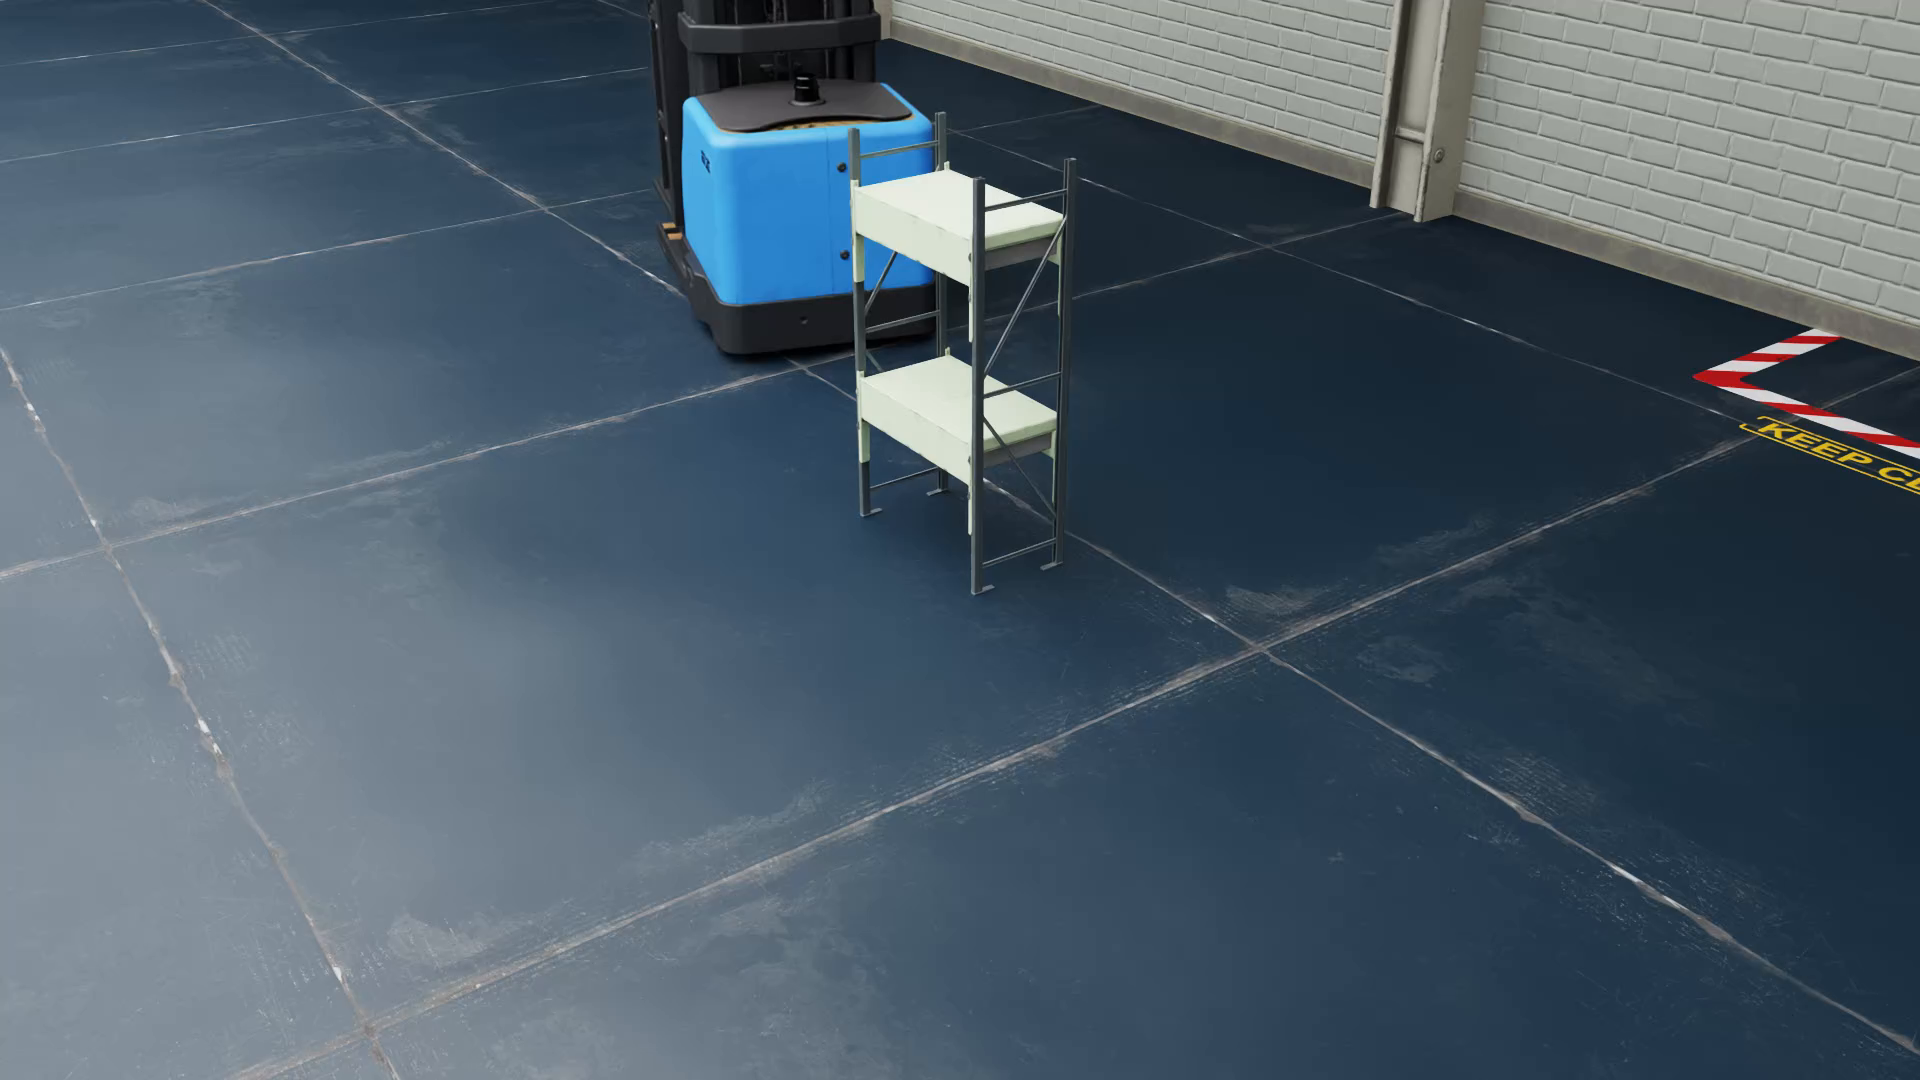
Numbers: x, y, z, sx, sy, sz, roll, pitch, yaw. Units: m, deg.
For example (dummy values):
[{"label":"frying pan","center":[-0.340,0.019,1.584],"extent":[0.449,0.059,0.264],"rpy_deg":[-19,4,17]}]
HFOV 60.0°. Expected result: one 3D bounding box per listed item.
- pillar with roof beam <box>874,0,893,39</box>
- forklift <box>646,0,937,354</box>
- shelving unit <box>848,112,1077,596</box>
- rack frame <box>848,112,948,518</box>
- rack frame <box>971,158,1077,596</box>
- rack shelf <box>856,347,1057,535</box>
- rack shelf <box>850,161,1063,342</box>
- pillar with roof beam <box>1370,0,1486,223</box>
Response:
[{"label":"pillar with roof beam","center":[-4.309,-7.053,9.808],"extent":[9.100,9.000,0.400],"rpy_deg":[-19,34,-31]},{"label":"forklift","center":[-1.037,-2.832,8.393],"extent":[1.130,2.935,3.031],"rpy_deg":[-9,30,-15]},{"label":"shelving unit","center":[-0.004,-0.662,5.897],"extent":[0.431,1.500,0.755],"rpy_deg":[-19,34,-31]},{"label":"rack frame","center":[-0.216,-0.804,6.159],"extent":[0.400,1.500,0.023],"rpy_deg":[-19,34,-31]},{"label":"rack frame","center":[0.208,-0.519,5.635],"extent":[0.400,1.500,0.023],"rpy_deg":[-19,34,-31]},{"label":"rack shelf","center":[-0.004,-0.375,6.052],"extent":[0.431,0.370,0.720],"rpy_deg":[-19,34,-31]},{"label":"rack shelf","center":[-0.004,-1.005,5.711],"extent":[0.431,0.370,0.720],"rpy_deg":[-19,34,-31]},{"label":"pillar with roof beam","center":[-0.828,-4.720,5.513],"extent":[9.100,9.000,0.400],"rpy_deg":[-19,34,-31]}]
